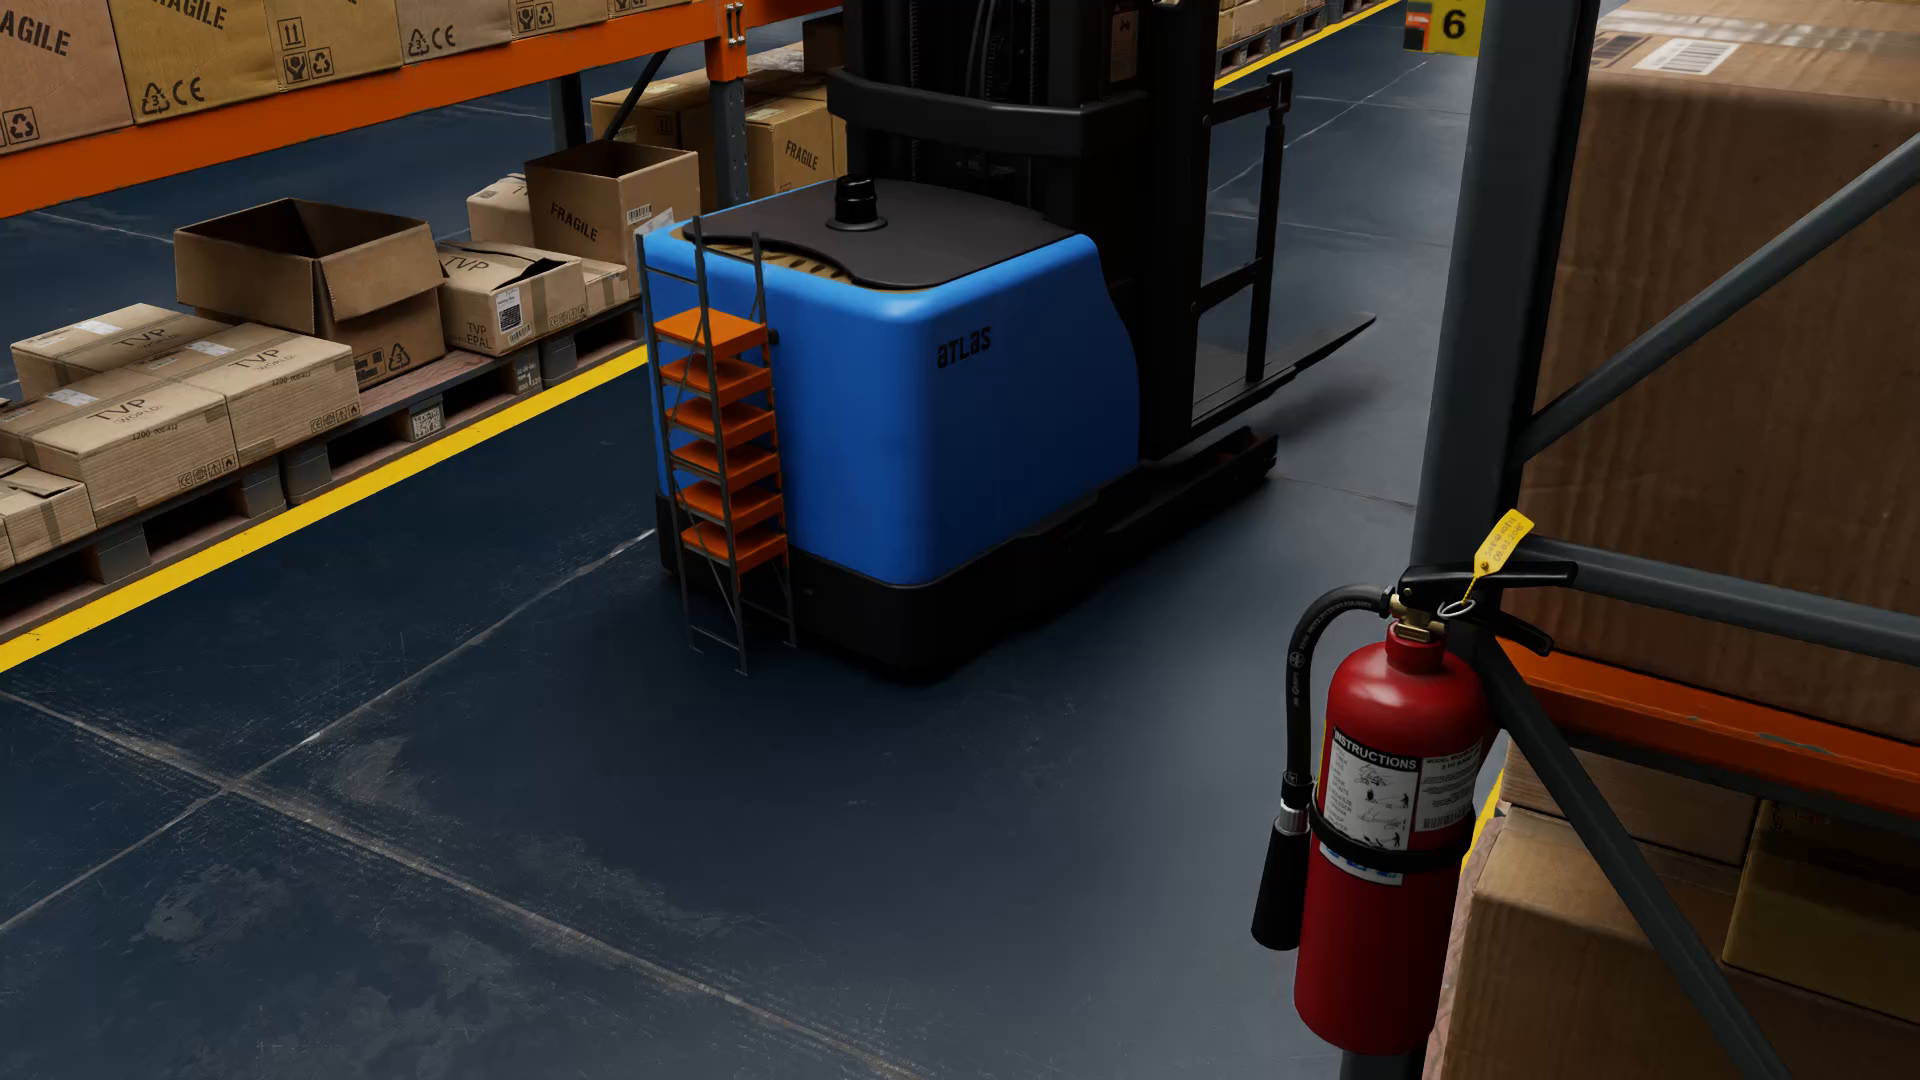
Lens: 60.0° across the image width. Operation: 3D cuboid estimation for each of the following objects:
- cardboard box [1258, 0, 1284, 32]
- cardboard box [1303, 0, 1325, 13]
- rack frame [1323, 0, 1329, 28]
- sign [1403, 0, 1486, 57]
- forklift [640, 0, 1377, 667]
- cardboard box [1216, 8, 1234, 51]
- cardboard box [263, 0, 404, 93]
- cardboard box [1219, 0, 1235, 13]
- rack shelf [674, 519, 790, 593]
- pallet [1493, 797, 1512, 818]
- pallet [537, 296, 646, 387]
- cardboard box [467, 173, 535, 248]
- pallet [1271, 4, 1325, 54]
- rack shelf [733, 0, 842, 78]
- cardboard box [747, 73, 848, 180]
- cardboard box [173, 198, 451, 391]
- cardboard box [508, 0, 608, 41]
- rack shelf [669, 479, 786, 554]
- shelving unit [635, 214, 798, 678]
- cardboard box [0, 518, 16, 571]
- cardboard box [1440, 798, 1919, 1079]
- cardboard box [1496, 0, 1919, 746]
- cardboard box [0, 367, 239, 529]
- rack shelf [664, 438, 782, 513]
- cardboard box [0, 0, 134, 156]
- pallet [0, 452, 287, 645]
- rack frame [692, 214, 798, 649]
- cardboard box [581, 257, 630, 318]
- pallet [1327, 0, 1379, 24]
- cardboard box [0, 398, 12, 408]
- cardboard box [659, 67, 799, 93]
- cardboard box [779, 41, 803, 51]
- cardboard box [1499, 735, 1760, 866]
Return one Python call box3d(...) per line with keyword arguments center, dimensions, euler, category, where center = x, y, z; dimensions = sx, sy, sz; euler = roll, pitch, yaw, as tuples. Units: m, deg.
box3d(center=(2.101, -3.993, 12.479), dimensions=(0.500, 0.250, 0.500), euler=(15, 30, 27), category="cardboard box")
box3d(center=(2.602, -4.390, 13.270), dimensions=(0.500, 0.250, 0.500), euler=(14, 30, 26), category="cardboard box")
box3d(center=(2.554, -5.657, 13.199), dimensions=(1.000, 3.000, 0.127), euler=(14, 30, 26), category="rack frame")
box3d(center=(0.500, -0.639, 1.618), dimensions=(0.100, 0.325, 0.005), euler=(14, 30, 26), category="sign")
box3d(center=(0.423, -1.562, 5.097), dimensions=(1.130, 2.935, 3.031), euler=(20, 33, 34), category="forklift")
box3d(center=(1.597, -3.596, 11.684), dimensions=(0.500, 0.250, 0.500), euler=(13, 30, 25), category="cardboard box")
box3d(center=(-2.155, -1.731, 5.246), dimensions=(0.500, 0.500, 0.500), euler=(15, 30, 27), category="cardboard box")
box3d(center=(1.604, -3.851, 11.568), dimensions=(0.500, 0.311, 0.500), euler=(13, 30, 25), category="cardboard box")
box3d(center=(-0.614, 0.026, 4.484), dimensions=(0.258, 0.103, 0.180), euler=(21, 36, 36), category="rack shelf")
box3d(center=(1.892, 0.554, 3.908), dimensions=(1.003, 0.211, 1.213), euler=(14, 30, 26), category="pallet")
box3d(center=(-1.720, -1.025, 7.061), dimensions=(1.003, 0.211, 1.213), euler=(14, 30, 26), category="pallet")
box3d(center=(-1.776, -1.417, 7.243), dimensions=(0.500, 0.311, 0.500), euler=(14, 30, 26), category="cardboard box")
box3d(center=(2.226, -4.114, 13.233), dimensions=(1.003, 0.211, 1.213), euler=(14, 30, 26), category="pallet")
box3d(center=(-0.398, -2.997, 8.689), dimensions=(1.077, 0.370, 4.000), euler=(14, 30, 26), category="rack shelf")
box3d(center=(-0.679, -1.963, 8.122), dimensions=(0.500, 0.500, 0.500), euler=(15, 30, 27), category="cardboard box")
box3d(center=(-2.301, -0.886, 5.966), dimensions=(0.797, 0.503, 0.637), euler=(14, 30, 26), category="cardboard box")
box3d(center=(-1.656, -2.131, 6.045), dimensions=(0.500, 0.500, 0.500), euler=(15, 30, 28), category="cardboard box")
box3d(center=(-0.618, -0.080, 4.426), dimensions=(0.258, 0.103, 0.180), euler=(21, 36, 36), category="rack shelf")
box3d(center=(-0.623, -0.224, 4.347), dimensions=(0.258, 1.200, 0.189), euler=(21, 36, 36), category="shelving unit")
box3d(center=(-2.844, 0.010, 4.571), dimensions=(0.380, 0.149, 0.250), euler=(14, 30, 26), category="cardboard box")
box3d(center=(1.223, 0.744, 2.735), dimensions=(0.700, 0.500, 0.500), euler=(14, 30, 26), category="cardboard box")
box3d(center=(1.208, -0.226, 2.015), dimensions=(0.980, 0.700, 0.700), euler=(16, 31, 28), category="cardboard box")
box3d(center=(-2.589, -0.292, 5.062), dimensions=(0.500, 0.250, 0.500), euler=(14, 30, 26), category="cardboard box")
box3d(center=(-0.622, -0.185, 4.369), dimensions=(0.258, 0.103, 0.180), euler=(21, 36, 36), category="rack shelf")
box3d(center=(-2.652, -1.342, 4.468), dimensions=(0.500, 0.500, 0.500), euler=(14, 30, 26), category="cardboard box")
box3d(center=(-2.920, -0.074, 5.161), dimensions=(1.003, 0.211, 1.213), euler=(14, 30, 26), category="pallet")
box3d(center=(-0.563, -0.258, 4.407), dimensions=(0.240, 1.200, 0.006), euler=(21, 36, 36), category="rack frame")
box3d(center=(-1.547, -1.017, 6.624), dimensions=(0.380, 0.149, 0.250), euler=(14, 30, 26), category="cardboard box")
box3d(center=(2.982, -4.711, 14.424), dimensions=(1.003, 0.211, 1.213), euler=(14, 30, 26), category="pallet")
box3d(center=(-3.019, -0.314, 5.200), dimensions=(0.380, 0.166, 0.250), euler=(14, 30, 26), category="cardboard box")
box3d(center=(-1.138, -2.064, 8.324), dimensions=(0.500, 0.500, 0.500), euler=(14, 30, 26), category="cardboard box")
box3d(center=(-0.642, -2.458, 9.111), dimensions=(0.500, 0.500, 0.500), euler=(13, 29, 24), category="cardboard box")
box3d(center=(1.127, 0.364, 2.770), dimensions=(0.380, 0.149, 0.250), euler=(14, 30, 26), category="cardboard box")
